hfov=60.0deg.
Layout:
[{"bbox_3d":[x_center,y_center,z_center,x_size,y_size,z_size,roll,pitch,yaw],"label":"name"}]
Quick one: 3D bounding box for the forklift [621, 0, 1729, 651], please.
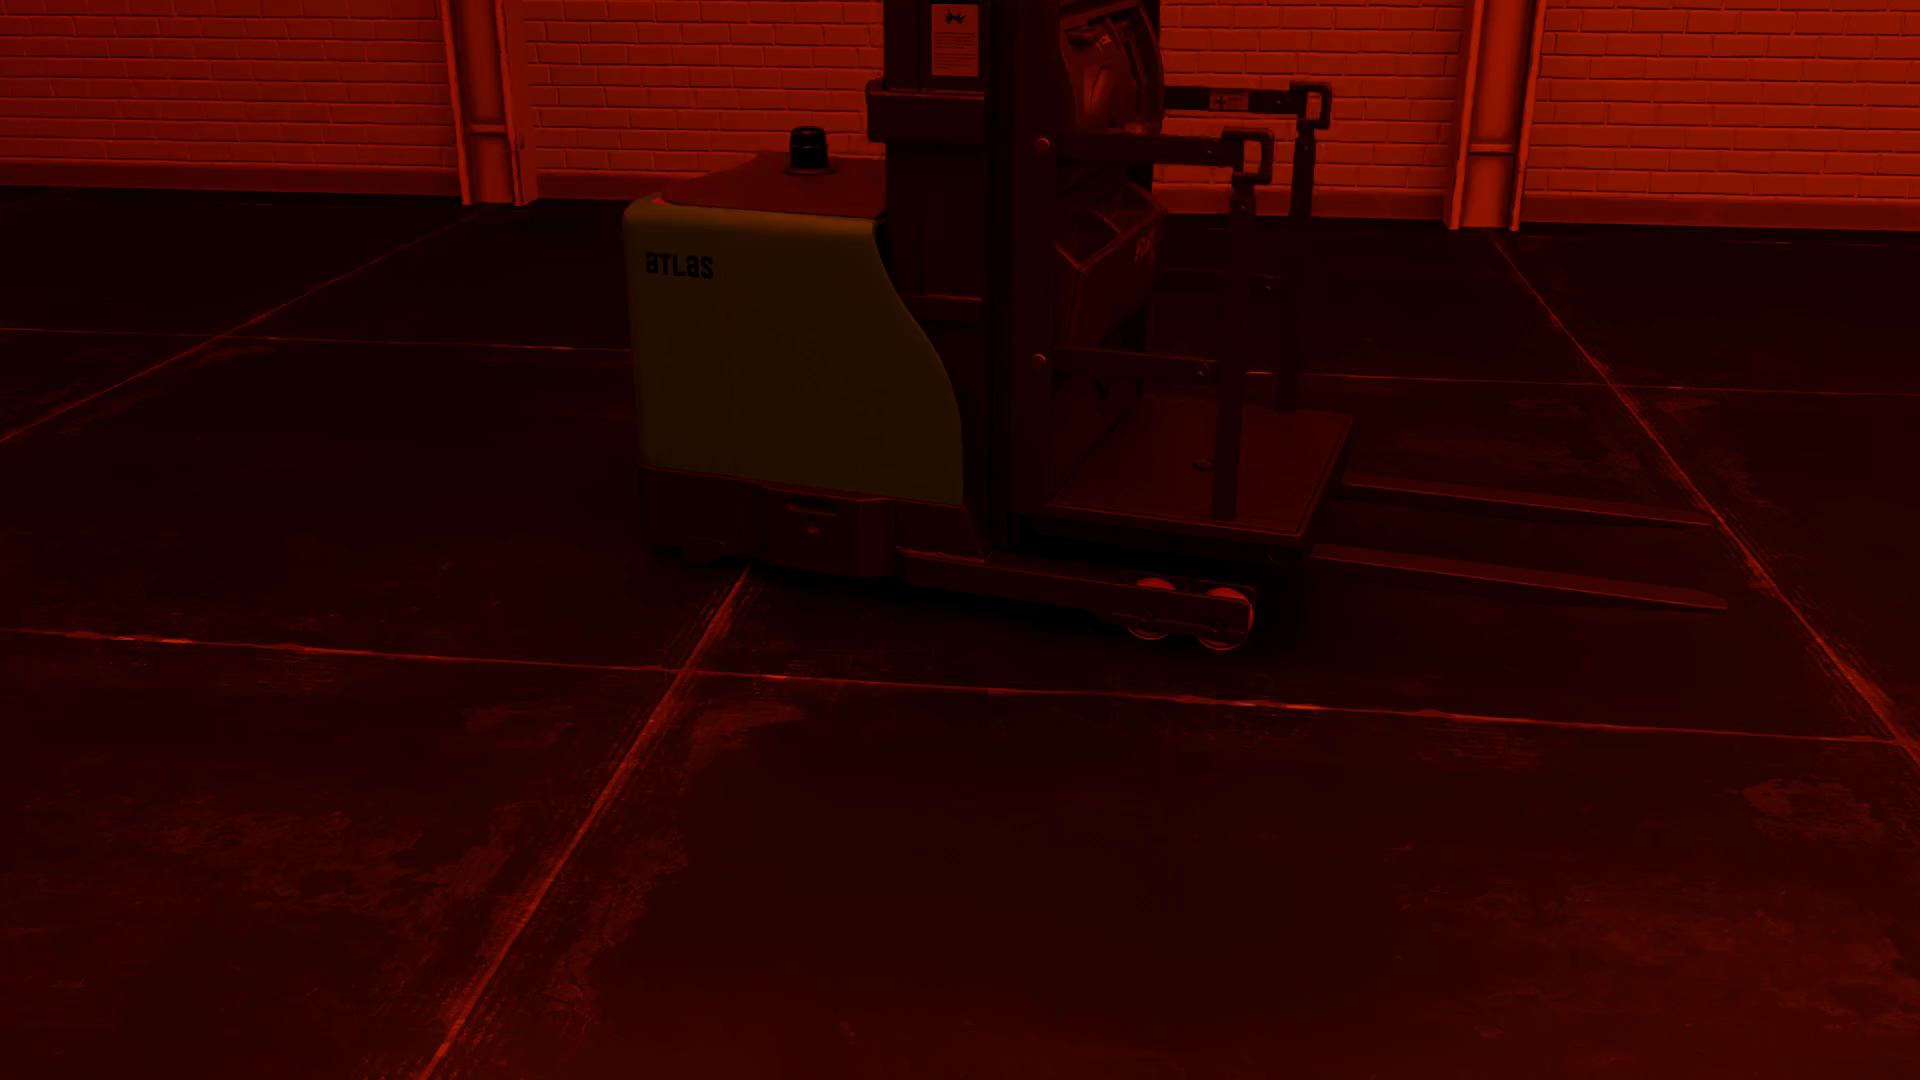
[{"bbox_3d":[0.604,-1.287,4.450,3.031,2.935,1.130,8,23,18],"label":"forklift"}]
